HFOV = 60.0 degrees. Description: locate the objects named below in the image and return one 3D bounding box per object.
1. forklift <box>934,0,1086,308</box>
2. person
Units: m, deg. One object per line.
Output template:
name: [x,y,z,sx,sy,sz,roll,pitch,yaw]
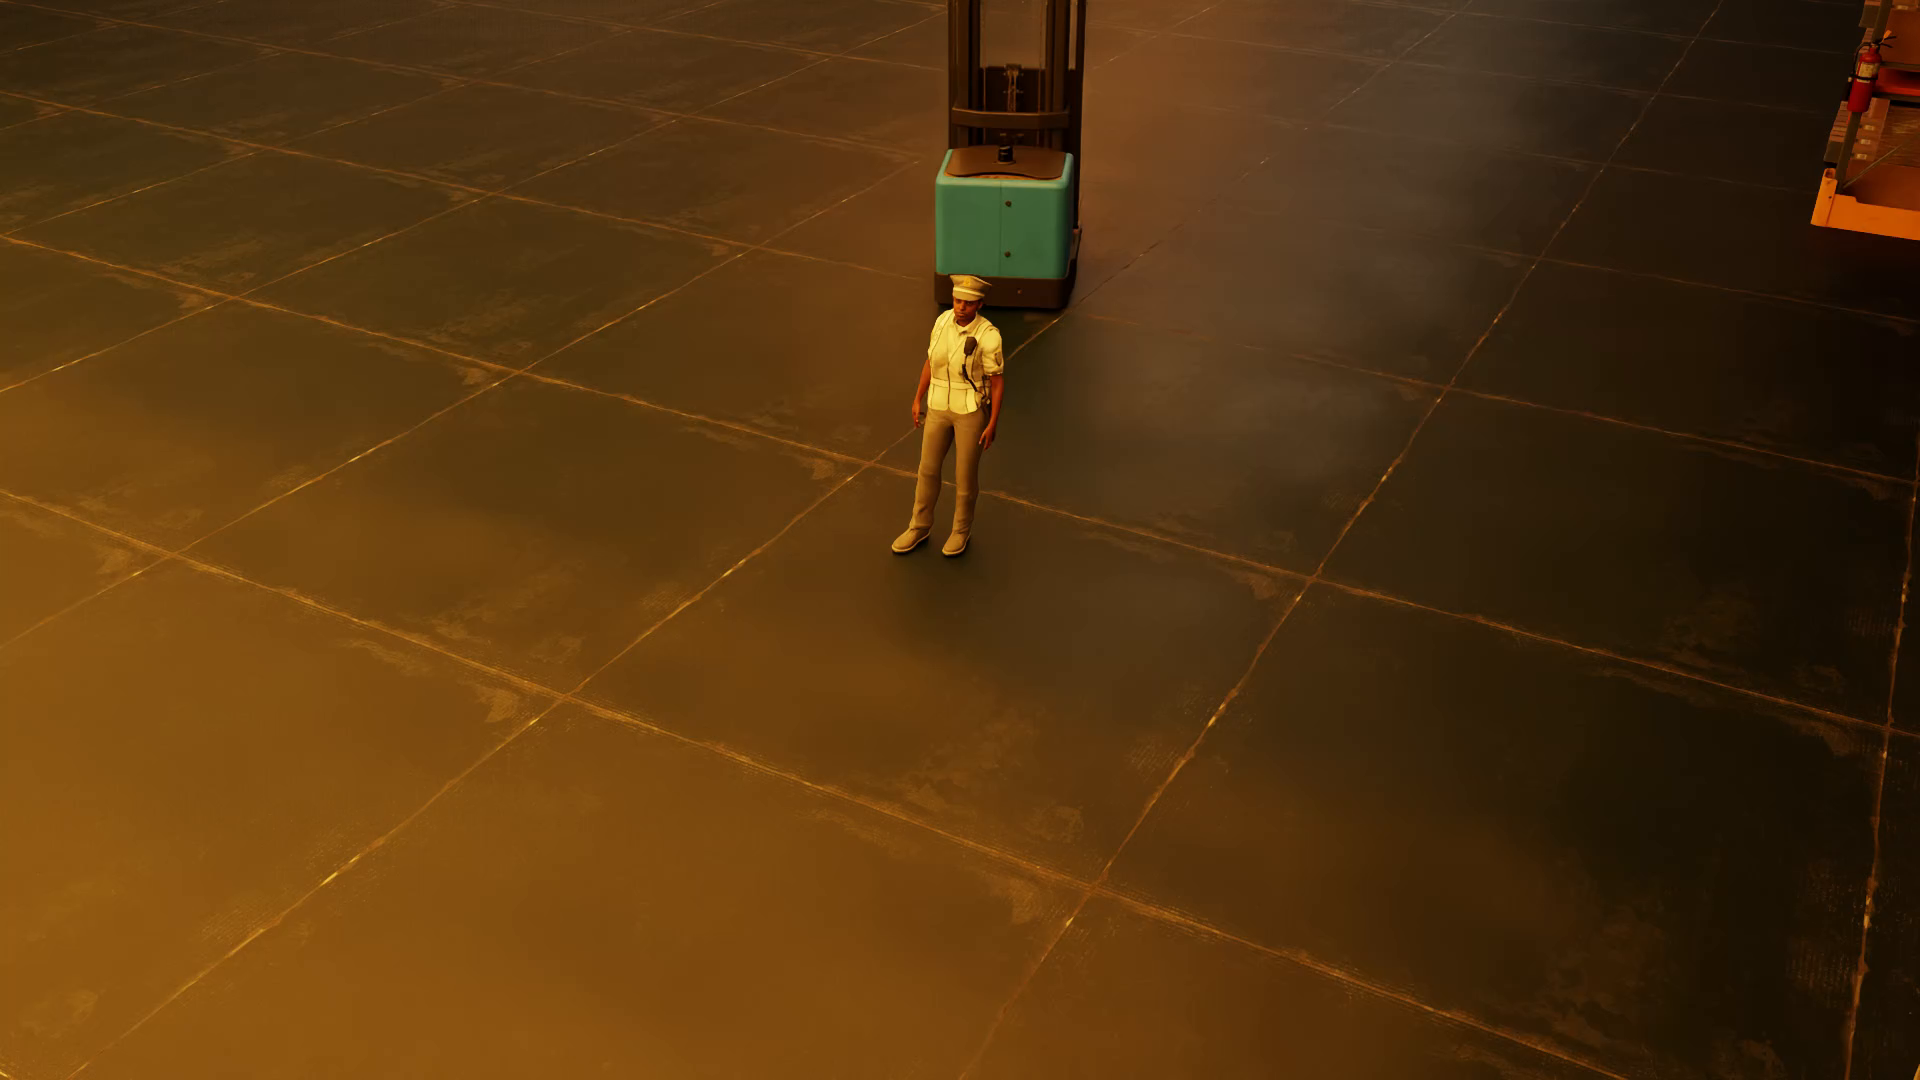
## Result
forklift: [0.476,-3.791,13.639,1.130,2.935,3.031,3,30,6]
person: [-0.054,-0.712,9.528,0.569,1.695,0.530,15,33,25]
